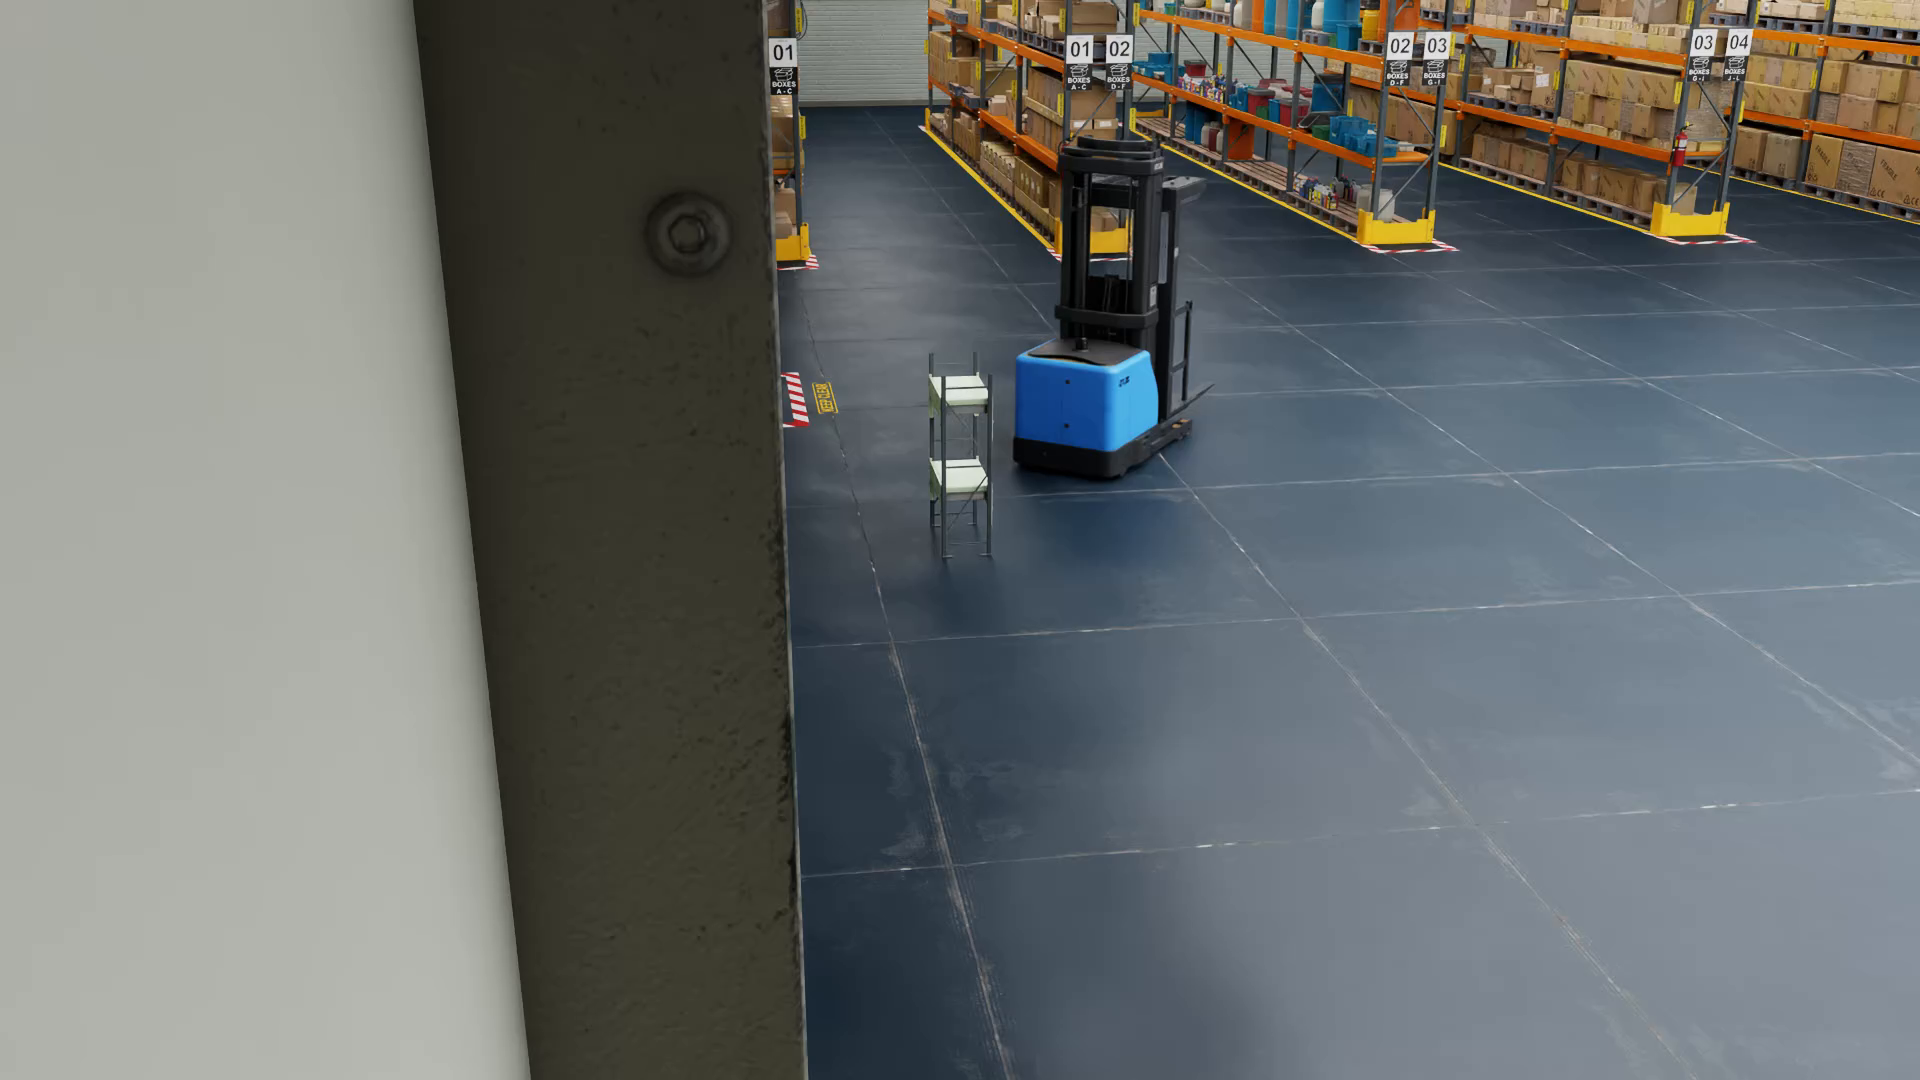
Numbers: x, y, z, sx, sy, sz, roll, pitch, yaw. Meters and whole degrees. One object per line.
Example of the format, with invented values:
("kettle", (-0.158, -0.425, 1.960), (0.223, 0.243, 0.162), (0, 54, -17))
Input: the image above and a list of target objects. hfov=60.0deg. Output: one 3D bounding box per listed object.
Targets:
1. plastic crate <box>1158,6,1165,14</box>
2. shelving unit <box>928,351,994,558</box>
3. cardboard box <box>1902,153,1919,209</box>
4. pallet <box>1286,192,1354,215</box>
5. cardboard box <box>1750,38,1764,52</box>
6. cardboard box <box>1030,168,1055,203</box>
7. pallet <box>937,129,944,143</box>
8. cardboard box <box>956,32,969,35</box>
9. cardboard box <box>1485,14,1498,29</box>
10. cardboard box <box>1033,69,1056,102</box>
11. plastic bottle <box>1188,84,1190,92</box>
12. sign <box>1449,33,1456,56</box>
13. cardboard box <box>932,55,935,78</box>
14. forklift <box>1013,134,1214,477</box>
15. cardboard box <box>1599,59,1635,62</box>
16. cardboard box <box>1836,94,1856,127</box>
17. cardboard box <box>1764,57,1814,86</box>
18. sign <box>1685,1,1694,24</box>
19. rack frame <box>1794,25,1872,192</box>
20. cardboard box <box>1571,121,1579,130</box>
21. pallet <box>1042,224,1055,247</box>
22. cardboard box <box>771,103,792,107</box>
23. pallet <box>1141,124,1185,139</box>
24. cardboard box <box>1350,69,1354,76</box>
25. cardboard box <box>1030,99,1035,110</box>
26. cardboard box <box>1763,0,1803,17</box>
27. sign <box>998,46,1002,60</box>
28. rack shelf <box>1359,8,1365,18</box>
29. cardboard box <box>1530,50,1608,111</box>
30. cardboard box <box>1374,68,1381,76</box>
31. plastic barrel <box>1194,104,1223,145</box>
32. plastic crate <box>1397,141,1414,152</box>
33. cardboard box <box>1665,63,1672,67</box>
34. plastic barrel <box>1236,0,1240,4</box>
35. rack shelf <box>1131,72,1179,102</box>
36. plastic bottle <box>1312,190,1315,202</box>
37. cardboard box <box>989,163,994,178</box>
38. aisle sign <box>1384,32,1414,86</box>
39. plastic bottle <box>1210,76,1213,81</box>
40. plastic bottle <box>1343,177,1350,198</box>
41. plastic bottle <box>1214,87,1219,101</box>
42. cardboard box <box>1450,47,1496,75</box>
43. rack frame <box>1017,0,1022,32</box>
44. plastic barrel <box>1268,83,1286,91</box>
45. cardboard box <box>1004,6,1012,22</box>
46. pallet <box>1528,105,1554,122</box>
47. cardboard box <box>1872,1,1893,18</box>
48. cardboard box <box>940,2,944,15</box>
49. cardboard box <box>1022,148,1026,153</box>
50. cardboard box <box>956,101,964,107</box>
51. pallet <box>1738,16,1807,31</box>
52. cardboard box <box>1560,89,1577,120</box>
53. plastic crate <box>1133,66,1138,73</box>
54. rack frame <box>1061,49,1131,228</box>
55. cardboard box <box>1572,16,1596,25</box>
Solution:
("plastic crate", (4.660, -11.974, 37.579), (0.293, 0.136, 0.466), (-3, 21, -8))
("shelving unit", (0.001, -0.700, 13.448), (0.431, 1.500, 0.755), (-3, 21, -8))
("cardboard box", (16.610, -6.015, 27.969), (0.875, 0.875, 0.875), (-3, 21, -7))
("pallet", (6.428, -5.961, 29.374), (1.003, 0.211, 1.213), (-3, 21, -8))
("cardboard box", (19.438, -12.038, 40.087), (0.500, 0.500, 0.500), (-3, 21, -7))
("cardboard box", (1.446, -5.818, 27.263), (0.500, 0.500, 0.500), (-3, 21, -8))
("pallet", (0.040, -9.378, 38.523), (1.003, 0.211, 1.213), (-3, 21, -8))
("cardboard box", (0.151, -11.608, 38.937), (0.500, 0.500, 0.500), (-2, 21, -6))
("cardboard box", (10.587, -10.118, 32.447), (0.500, 0.250, 0.500), (-2, 21, -6))
("cardboard box", (1.615, -7.580, 27.726), (0.700, 0.500, 0.500), (-3, 21, -8))
("plastic bottle", (4.980, -9.763, 35.854), (0.097, 0.201, 0.097), (0, 20, 0))
("sign", (7.495, -7.552, 25.350), (0.100, 0.325, 0.005), (-3, 21, -8))
("cardboard box", (-0.376, -11.110, 39.031), (0.500, 0.500, 0.500), (-3, 21, -8))
("forklift", (1.648, -2.412, 15.986), (1.130, 2.935, 3.031), (11, 23, 27))
("cardboard box", (11.611, -8.264, 29.559), (0.500, 0.500, 0.500), (-3, 21, -8))
("cardboard box", (16.364, -7.721, 29.886), (0.875, 0.550, 0.550), (-3, 21, -8))
("cardboard box", (15.971, -9.007, 31.972), (0.700, 0.500, 0.500), (-3, 21, -7))
("sign", (11.299, -8.166, 25.739), (0.100, 0.325, 0.005), (-3, 21, -8))
("rack frame", (16.197, -7.967, 30.759), (1.000, 3.000, 0.127), (-3, 21, -8))
("cardboard box", (11.094, -7.372, 29.526), (0.380, 0.149, 0.250), (-3, 21, -8))
("pallet", (1.896, -4.825, 26.332), (1.003, 0.211, 1.213), (-3, 21, -8))
("cardboard box", (-2.841, -6.617, 26.260), (0.500, 0.500, 0.500), (-2, 21, -6))
("pallet", (4.896, -9.641, 39.228), (1.003, 0.211, 1.213), (-3, 21, -8))
("cardboard box", (9.492, -11.117, 39.552), (0.380, 0.149, 0.250), (-3, 21, -9))
("cardboard box", (1.393, -7.325, 27.971), (0.380, 0.149, 0.250), (-3, 21, -9))
("cardboard box", (15.727, -10.170, 31.754), (0.500, 0.311, 0.500), (-4, 21, -10))
("sign", (0.866, -10.595, 36.141), (0.100, 0.325, 0.005), (-3, 21, -8))
("rack shelf", (9.833, -12.282, 39.054), (1.077, 0.370, 4.000), (-3, 21, -8))
("cardboard box", (11.298, -8.512, 30.760), (1.000, 1.000, 1.000), (-3, 21, -7))
("cardboard box", (9.798, -10.730, 37.947), (0.500, 0.250, 0.500), (-3, 21, -9))
("plastic barrel", (5.383, -9.051, 36.061), (0.600, 0.901, 0.708), (-3, 21, -8))
("plastic crate", (7.139, -6.319, 26.726), (0.298, 0.136, 0.250), (-3, 21, -8))
("cardboard box", (15.062, -9.943, 34.959), (0.380, 0.149, 0.250), (-3, 21, -8))
("plastic barrel", (5.717, -10.887, 33.076), (0.600, 0.830, 0.708), (-3, 21, -8))
("rack shelf", (4.931, -10.627, 38.910), (1.077, 0.370, 4.000), (-3, 21, -8))
("plastic bottle", (6.123, -5.932, 28.682), (0.097, 0.201, 0.097), (0, 20, 0))
("cardboard box", (0.833, -6.997, 31.493), (0.500, 0.250, 0.500), (-3, 21, -9))
("aisle sign", (6.666, -7.295, 25.245), (0.394, 0.787, 0.004), (-3, 21, -8))
("plastic bottle", (5.596, -10.093, 36.631), (0.152, 0.276, 0.135), (-3, 21, -8))
("plastic bottle", (6.779, -6.192, 29.165), (0.144, 0.351, 0.185), (-4, 21, -10))
("plastic bottle", (5.256, -9.133, 34.066), (0.097, 0.271, 0.097), (0, 20, 0))
("cardboard box", (10.608, -9.907, 34.378), (0.797, 0.503, 0.637), (-2, 21, -6))
("rack frame", (1.471, -10.064, 27.799), (1.000, 3.000, 0.127), (-3, 21, -8))
("plastic barrel", (6.156, -8.594, 32.278), (0.421, 0.512, 0.421), (0, 20, 0))
("cardboard box", (1.109, -9.835, 31.089), (0.500, 0.250, 0.500), (-2, 21, -6))
("pallet", (11.308, -7.934, 30.945), (1.003, 0.211, 1.213), (-3, 21, -8))
("cardboard box", (16.138, -9.152, 28.692), (0.500, 0.250, 0.500), (-3, 21, -8))
("cardboard box", (-0.158, -11.859, 37.109), (0.500, 0.250, 0.500), (-3, 21, -8))
("cardboard box", (1.365, -7.286, 31.465), (0.500, 0.311, 0.500), (-3, 21, -8))
("cardboard box", (0.063, -10.267, 39.863), (0.500, 0.500, 0.500), (-3, 21, -8))
("pallet", (15.930, -10.061, 32.350), (1.003, 0.211, 1.213), (-2, 21, -5))
("cardboard box", (11.278, -7.779, 29.688), (0.875, 0.500, 0.500), (-3, 21, -8))
("plastic crate", (4.317, -11.344, 40.092), (0.250, 0.136, 0.298), (-3, 21, -8))
("rack frame", (2.047, -5.868, 25.141), (1.000, 3.000, 0.127), (-3, 21, -8))
("cardboard box", (11.016, -9.145, 29.272), (0.380, 0.149, 0.250), (-4, 21, -9))
